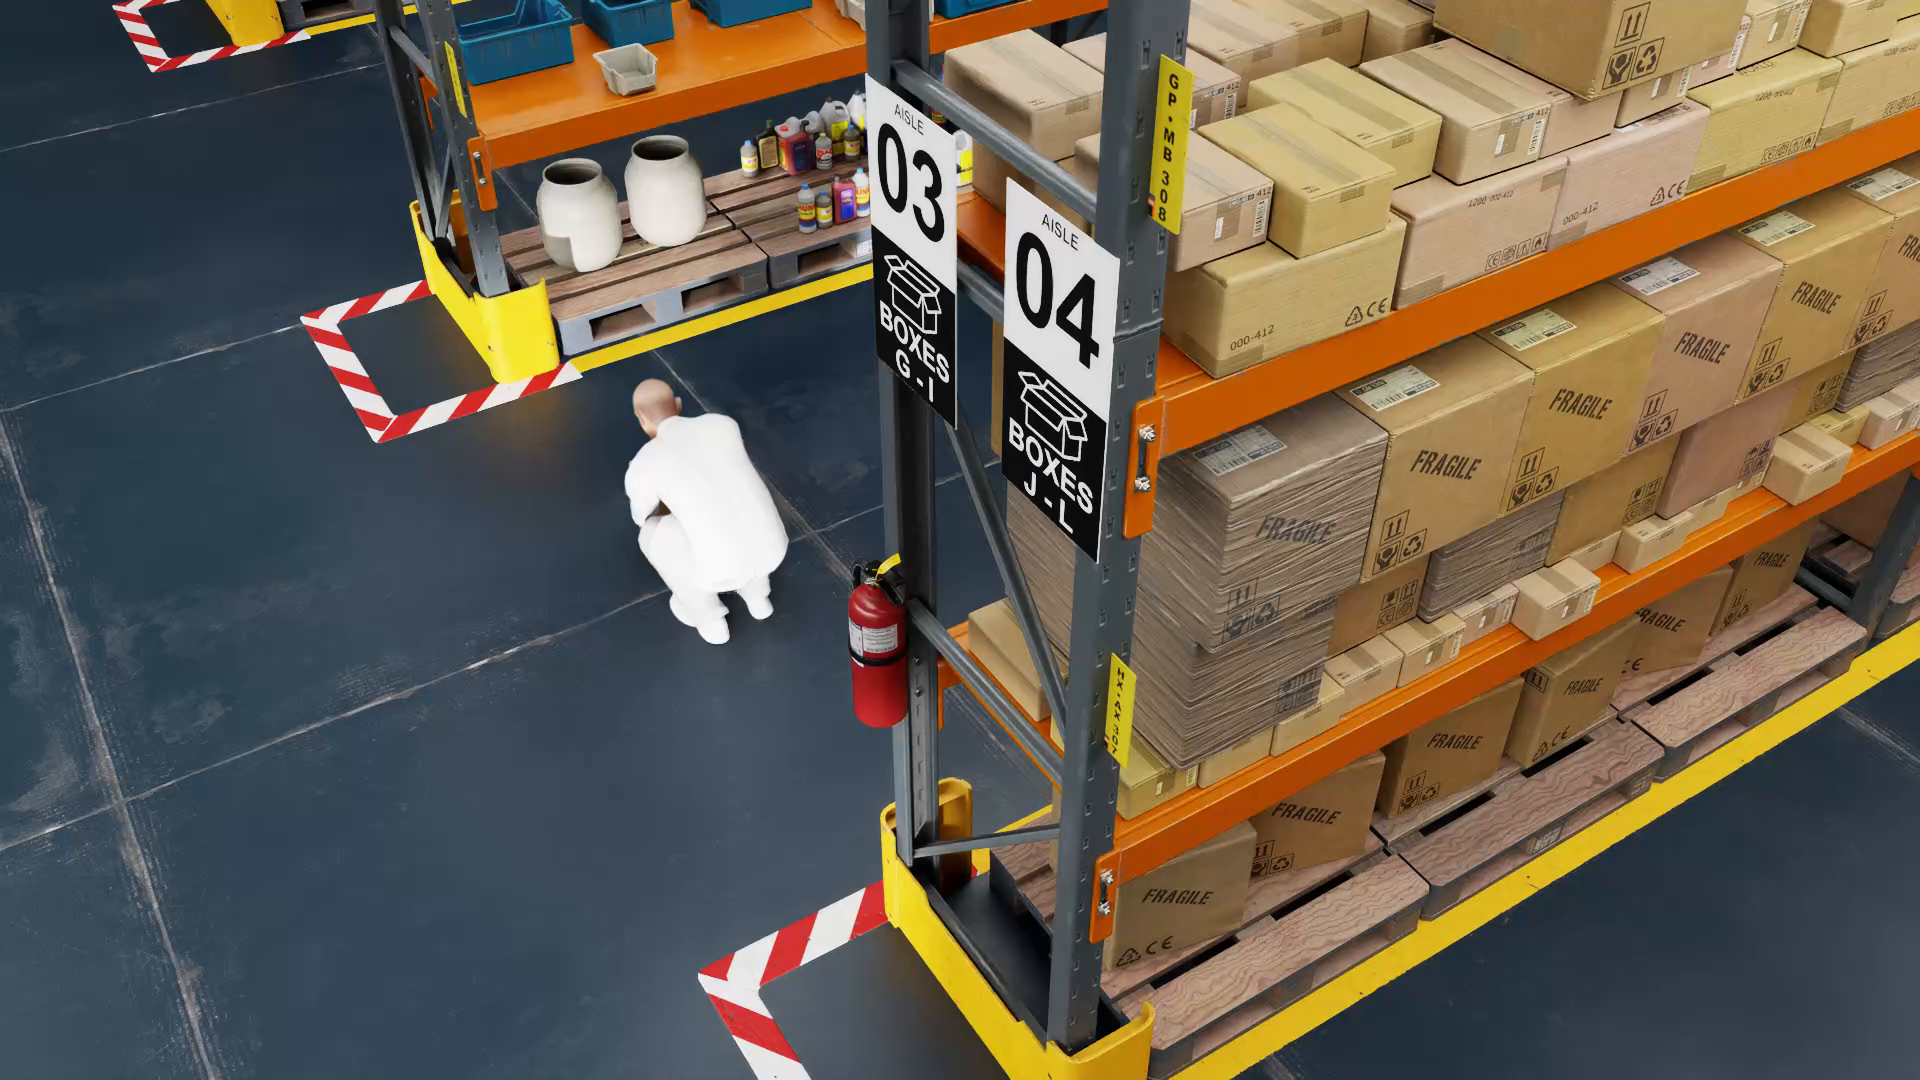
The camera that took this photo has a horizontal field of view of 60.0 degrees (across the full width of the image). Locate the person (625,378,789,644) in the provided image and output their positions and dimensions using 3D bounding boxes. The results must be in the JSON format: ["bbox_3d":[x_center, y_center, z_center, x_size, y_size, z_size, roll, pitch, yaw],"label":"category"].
[{"bbox_3d":[-1.087,-0.160,6.965,0.585,1.002,0.920,-23,45,-25],"label":"person"}]
